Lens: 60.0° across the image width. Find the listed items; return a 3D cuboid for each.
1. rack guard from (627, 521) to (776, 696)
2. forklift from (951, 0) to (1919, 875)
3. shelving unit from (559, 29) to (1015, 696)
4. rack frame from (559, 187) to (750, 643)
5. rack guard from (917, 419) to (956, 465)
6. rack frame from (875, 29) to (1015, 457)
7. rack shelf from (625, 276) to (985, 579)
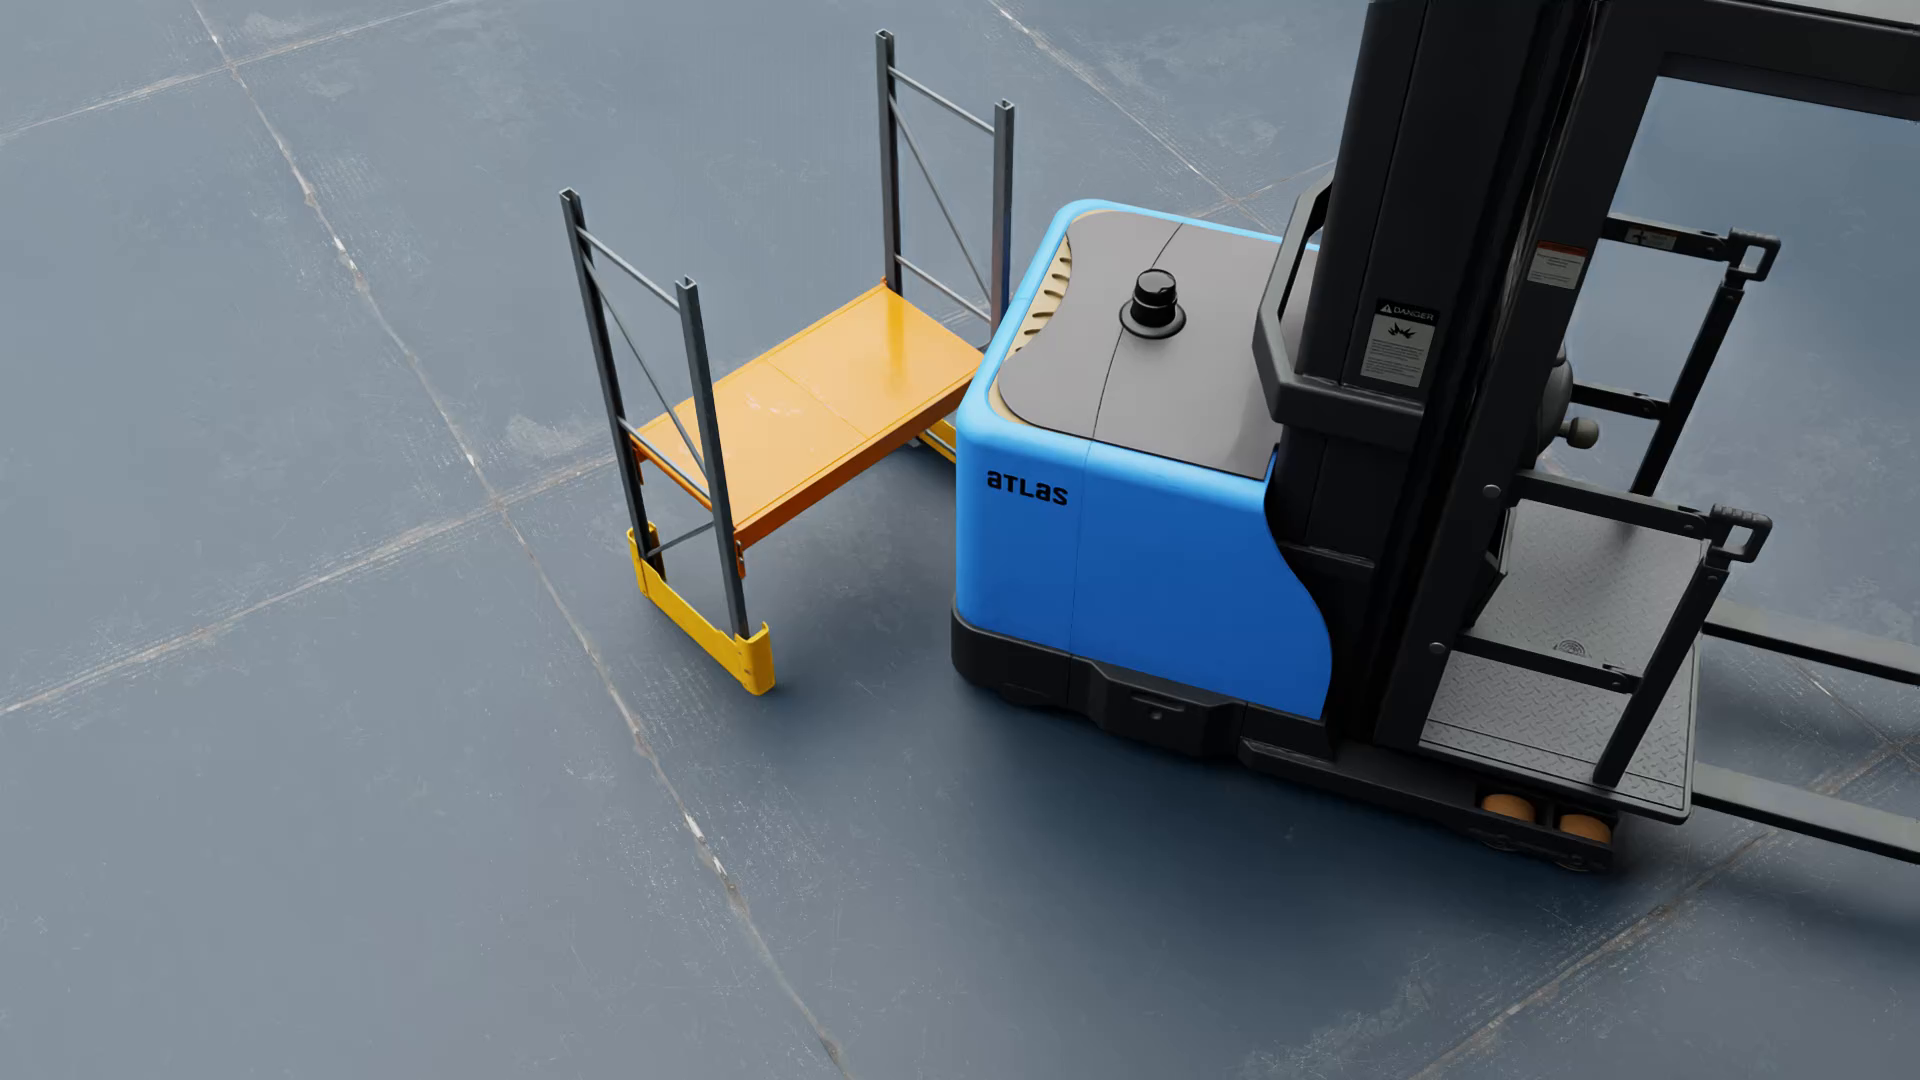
[{"bbox_3d":[-0.764,0.198,4.906,0.087,0.250,0.587,-36,57,-27],"label":"rack guard"},{"bbox_3d":[1.549,-0.538,3.766,3.031,2.935,1.130,15,50,13],"label":"forklift"},{"bbox_3d":[-0.405,-0.475,4.669,1.083,1.500,0.587,-36,57,-27],"label":"shelving unit"},{"bbox_3d":[-0.778,-0.208,4.430,0.032,1.500,0.500,-36,57,-27],"label":"rack frame"},{"bbox_3d":[-0.045,-0.317,5.365,0.087,0.250,0.587,-36,57,-27],"label":"rack guard"},{"bbox_3d":[-0.045,-0.733,4.898,0.032,1.500,0.500,-36,57,-27],"label":"rack frame"},{"bbox_3d":[-0.411,-0.351,4.799,1.000,0.185,0.538,-36,57,-27],"label":"rack shelf"}]
